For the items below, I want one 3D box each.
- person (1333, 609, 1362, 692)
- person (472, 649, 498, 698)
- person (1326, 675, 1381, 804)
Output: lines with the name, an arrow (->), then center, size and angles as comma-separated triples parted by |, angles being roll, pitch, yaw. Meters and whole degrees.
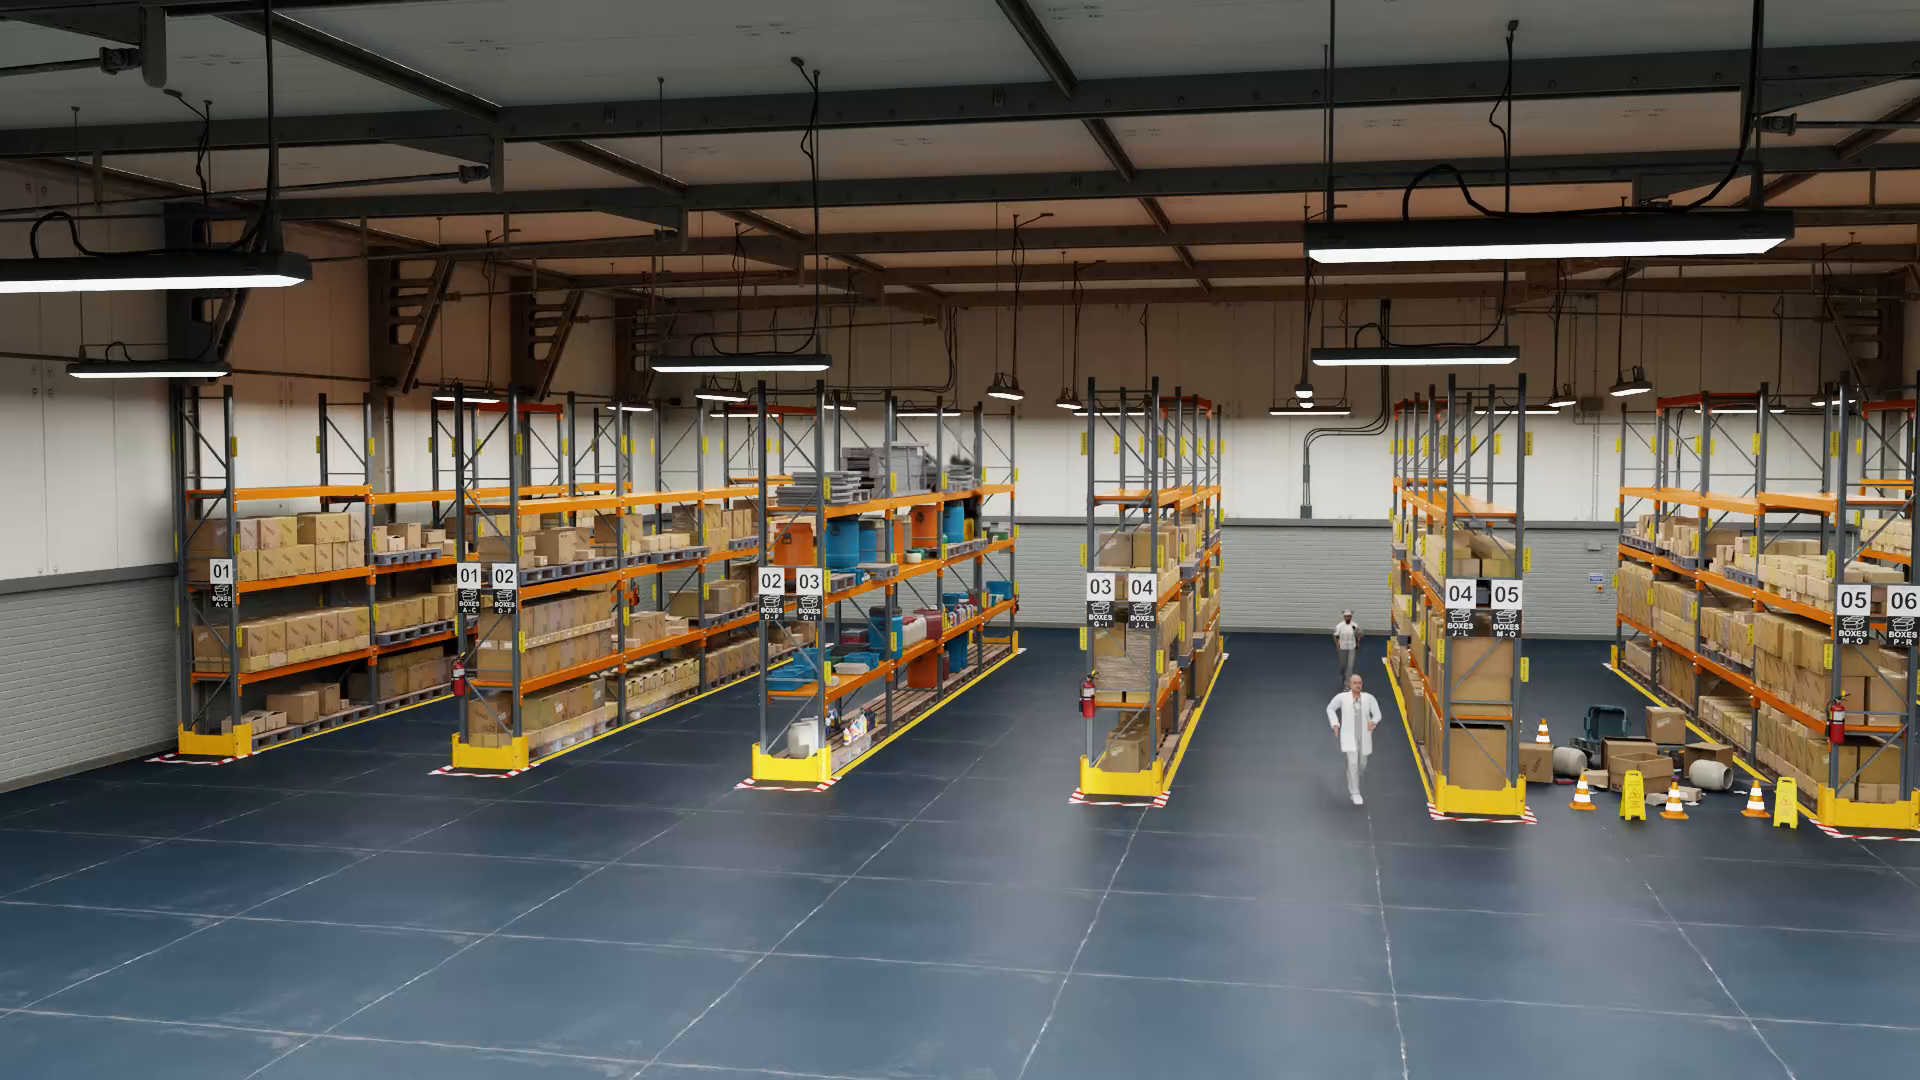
person -> 8.016, 2.260, 34.381 | 0.588, 1.685, 0.768 | 0, 3, 9
person -> -8.413, 2.440, 29.931 | 0.665, 1.806, 0.954 | 0, 3, 8
person -> 5.589, 2.788, 23.537 | 0.730, 1.761, 0.922 | 0, 3, -2
